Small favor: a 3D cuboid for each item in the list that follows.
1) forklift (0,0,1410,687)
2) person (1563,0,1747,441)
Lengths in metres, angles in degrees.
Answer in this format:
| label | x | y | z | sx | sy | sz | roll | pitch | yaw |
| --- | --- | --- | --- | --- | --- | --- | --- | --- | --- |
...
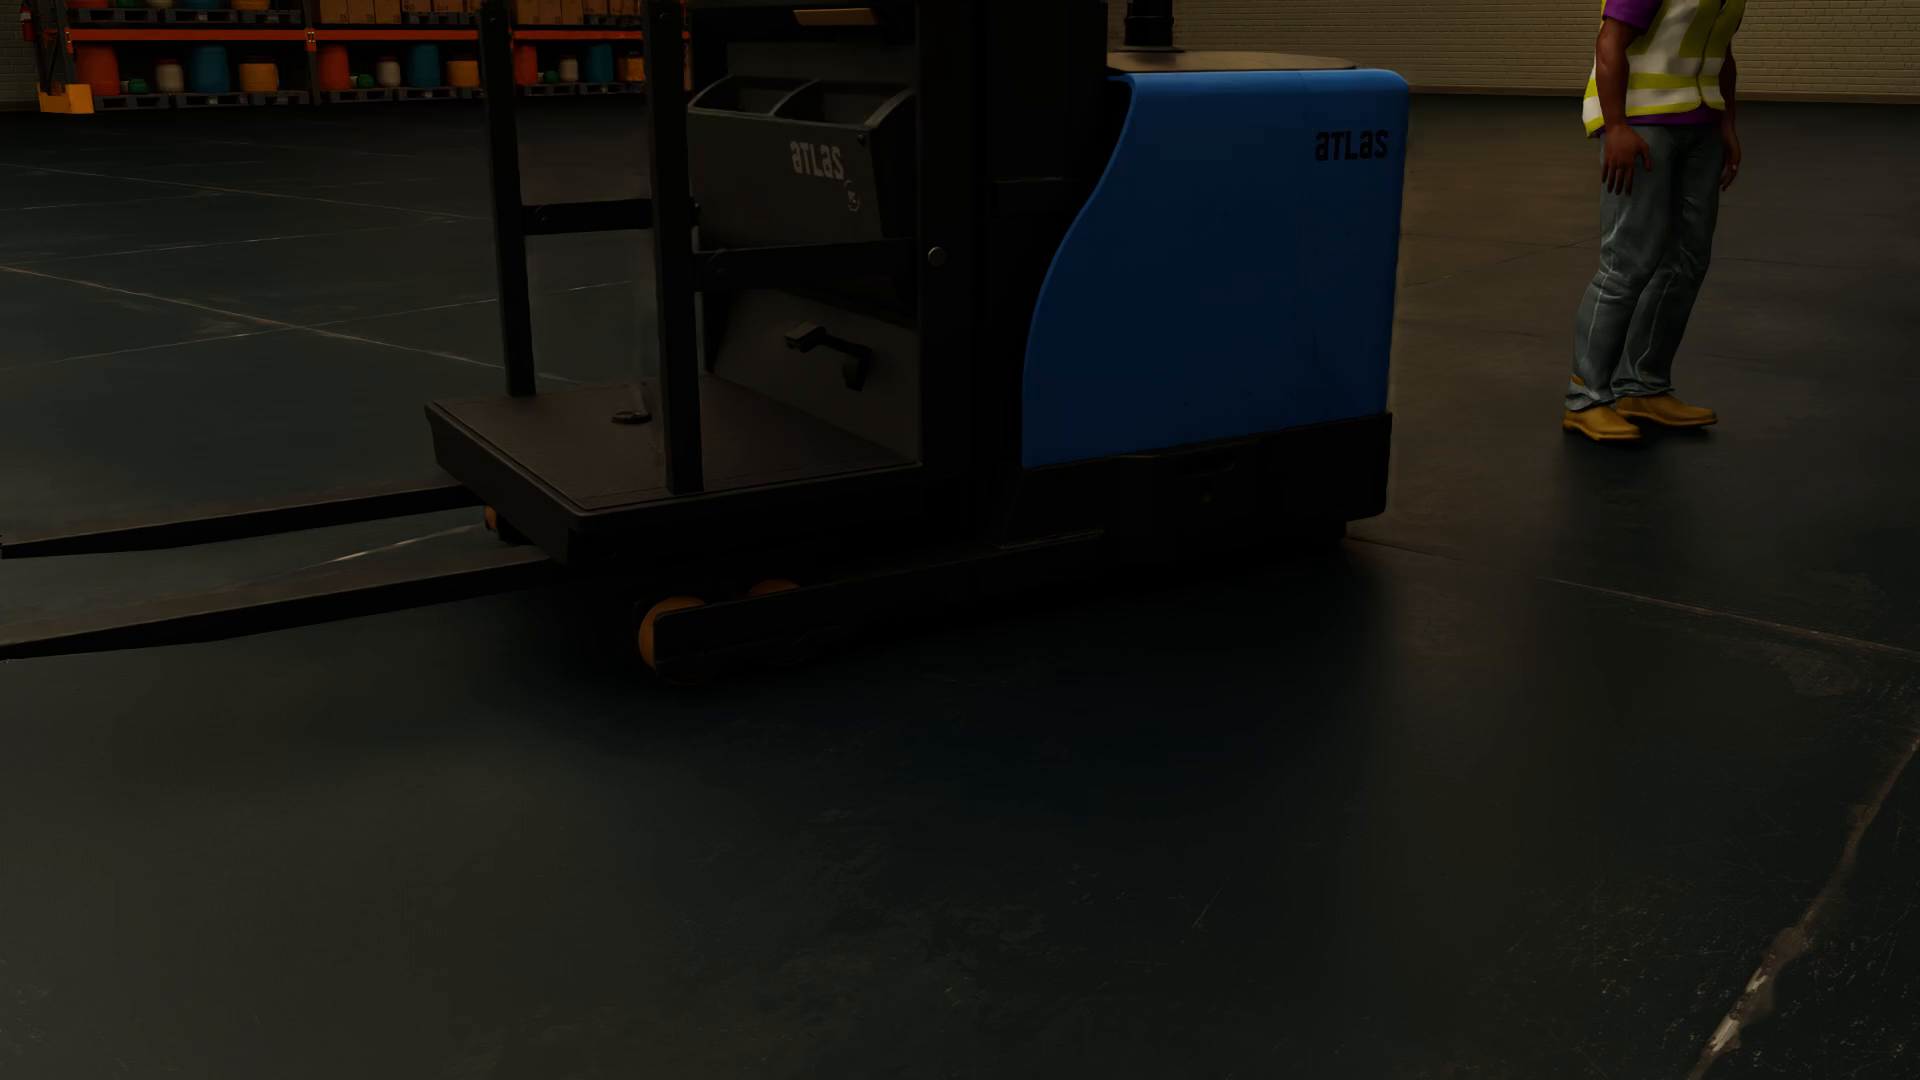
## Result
| label | x | y | z | sx | sy | sz | roll | pitch | yaw |
| --- | --- | --- | --- | --- | --- | --- | --- | --- | --- |
| forklift | -0.521 | -1.307 | 3.202 | 3.031 | 2.935 | 1.130 | -10 | 19 | -29 |
| person | 2.070 | -1.187 | 4.830 | 0.634 | 1.759 | 0.460 | -11 | 20 | -33 |
